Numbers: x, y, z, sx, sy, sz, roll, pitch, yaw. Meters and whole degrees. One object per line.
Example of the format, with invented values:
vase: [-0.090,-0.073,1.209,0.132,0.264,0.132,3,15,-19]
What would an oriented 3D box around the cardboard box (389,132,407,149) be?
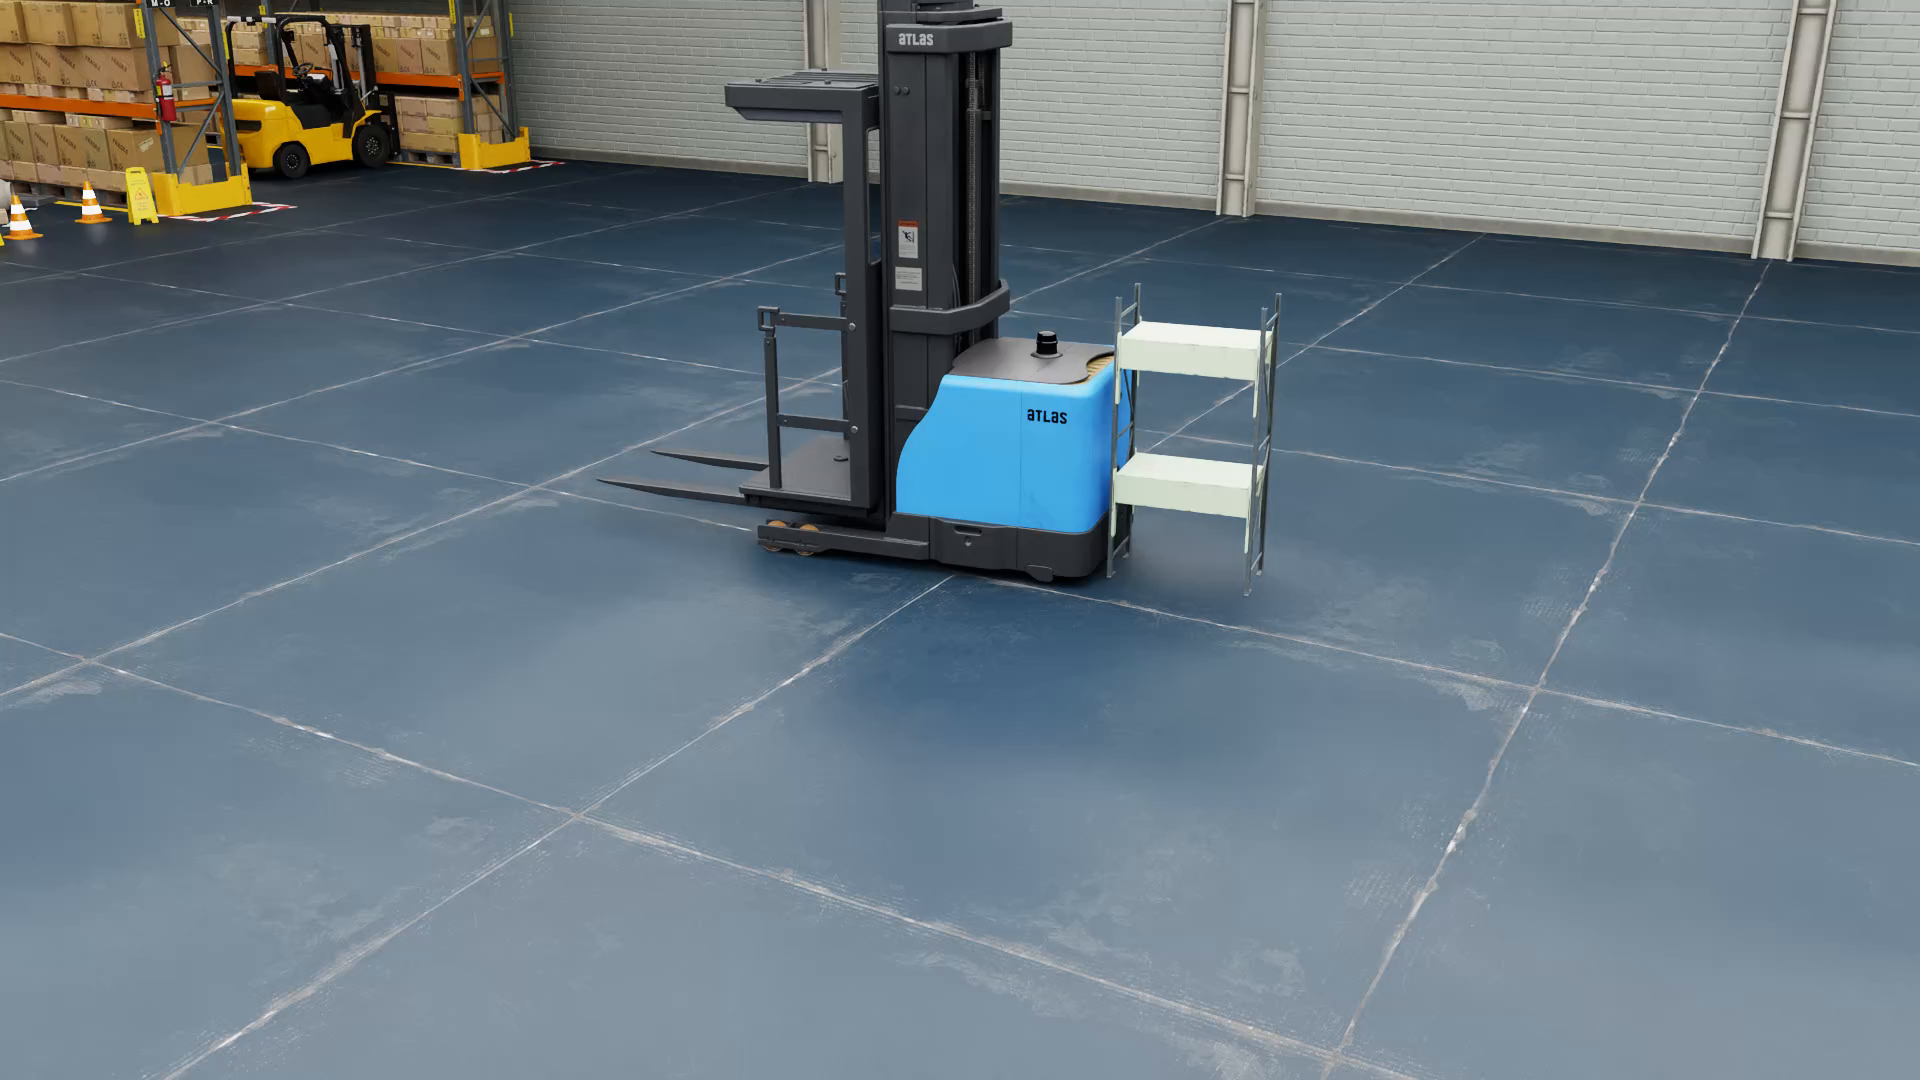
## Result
cardboard box: [-8.360,-6.075,25.130,0.500,0.250,0.500,11,23,28]

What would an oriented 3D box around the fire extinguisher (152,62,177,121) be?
fire extinguisher: [-9.476,-5.344,19.811,0.183,0.674,0.296,11,23,27]

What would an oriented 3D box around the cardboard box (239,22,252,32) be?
cardboard box: [-11.066,-8.060,26.088,0.250,0.149,0.380,10,22,27]

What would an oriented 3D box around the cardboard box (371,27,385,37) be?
cardboard box: [-8.505,-7.547,24.673,0.250,0.149,0.380,11,23,28]

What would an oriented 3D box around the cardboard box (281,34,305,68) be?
cardboard box: [-10.165,-7.575,25.703,0.500,0.500,0.500,10,22,26]

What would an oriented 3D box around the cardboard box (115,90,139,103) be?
cardboard box: [-10.057,-5.426,20.292,0.250,0.149,0.380,10,22,27]

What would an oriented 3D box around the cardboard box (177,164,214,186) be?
cardboard box: [-9.920,-4.658,21.222,0.500,0.250,0.500,11,22,27]

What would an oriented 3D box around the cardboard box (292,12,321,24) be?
cardboard box: [-10.011,-8.019,25.538,0.250,0.149,0.380,11,23,28]

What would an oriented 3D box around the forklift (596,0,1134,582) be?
forklift: [-0.587,-1.452,9.069,3.031,2.935,1.130,7,21,19]

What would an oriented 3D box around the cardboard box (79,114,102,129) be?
cardboard box: [-10.749,-5.238,20.771,0.250,0.149,0.380,11,23,28]

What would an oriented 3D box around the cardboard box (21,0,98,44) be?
cardboard box: [-11.205,-6.478,20.775,0.500,0.500,0.700,11,22,27]

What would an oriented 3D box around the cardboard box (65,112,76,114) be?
cardboard box: [-15.282,-7.546,28.819,0.500,0.500,0.500,12,23,30]

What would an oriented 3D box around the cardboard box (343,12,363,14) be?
cardboard box: [-9.314,-8.091,25.738,0.250,0.149,0.380,10,22,26]

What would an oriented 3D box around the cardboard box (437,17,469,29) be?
cardboard box: [-7.349,-7.503,24.117,0.250,0.149,0.380,11,23,27]

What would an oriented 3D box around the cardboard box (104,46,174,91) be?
cardboard box: [-9.959,-5.731,20.183,0.500,0.500,0.500,10,22,26]

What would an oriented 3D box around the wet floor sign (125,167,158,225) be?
wet floor sign: [-9.707,-4.079,19.665,0.267,0.644,0.232,-16,26,-38]

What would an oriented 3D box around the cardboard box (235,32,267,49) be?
cardboard box: [-10.979,-7.850,26.093,0.500,0.250,0.500,10,22,26]

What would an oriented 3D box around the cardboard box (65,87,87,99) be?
cardboard box: [-10.932,-5.608,20.796,0.250,0.149,0.380,11,22,27]

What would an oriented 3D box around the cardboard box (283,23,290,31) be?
cardboard box: [-10.275,-7.900,25.648,0.250,0.149,0.380,10,22,26]

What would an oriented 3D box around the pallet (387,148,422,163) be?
pallet: [-8.682,-6.022,25.656,1.213,0.211,1.003,11,23,27]

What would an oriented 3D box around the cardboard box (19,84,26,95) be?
cardboard box: [-11.785,-5.787,21.289,0.250,0.149,0.380,11,23,27]

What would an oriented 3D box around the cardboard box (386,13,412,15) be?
cardboard box: [-8.459,-7.891,25.187,0.250,0.149,0.380,11,23,28]

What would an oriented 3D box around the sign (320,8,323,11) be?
sign: [-10.156,-8.289,26.433,0.005,0.325,0.100,11,23,27]

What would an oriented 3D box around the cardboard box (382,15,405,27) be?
cardboard box: [-8.284,-7.644,24.505,0.250,0.149,0.380,11,23,29]

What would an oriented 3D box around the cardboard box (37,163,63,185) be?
cardboard box: [-11.524,-4.755,21.491,0.500,0.250,0.500,10,22,27]

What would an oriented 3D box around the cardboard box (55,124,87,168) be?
cardboard box: [-11.072,-5.021,21.125,0.500,0.500,0.500,10,22,26]

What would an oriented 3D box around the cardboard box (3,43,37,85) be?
cardboard box: [-11.713,-6.068,21.112,0.500,0.500,0.500,11,22,27]

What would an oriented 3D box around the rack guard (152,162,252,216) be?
rack guard: [-9.417,-4.374,20.689,0.348,0.500,1.175,11,23,27]

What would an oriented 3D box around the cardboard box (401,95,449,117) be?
cardboard box: [-7.936,-6.456,24.715,0.500,0.250,0.500,11,23,28]

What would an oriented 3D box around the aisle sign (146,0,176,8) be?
aisle sign: [-9.438,-6.662,19.519,0.004,0.787,0.394,11,23,27]

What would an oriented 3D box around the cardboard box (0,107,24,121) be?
cardboard box: [-12.380,-5.547,21.622,0.250,0.149,0.380,11,23,28]

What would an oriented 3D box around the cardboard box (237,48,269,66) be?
cardboard box: [-10.993,-7.615,26.180,0.500,0.250,0.500,11,23,29]

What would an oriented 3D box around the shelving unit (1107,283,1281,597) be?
shelving unit: [1.201,-0.522,8.604,0.755,1.500,0.431,7,21,19]

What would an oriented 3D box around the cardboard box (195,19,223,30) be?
cardboard box: [-11.962,-8.226,26.546,0.250,0.149,0.380,11,23,28]

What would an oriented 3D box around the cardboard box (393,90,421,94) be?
cardboard box: [-8.574,-6.781,25.611,0.500,0.250,0.500,10,22,26]

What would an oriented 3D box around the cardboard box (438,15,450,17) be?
cardboard box: [-7.572,-7.719,24.712,0.250,0.149,0.380,11,23,28]

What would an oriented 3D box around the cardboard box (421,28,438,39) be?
cardboard box: [-7.610,-7.374,24.198,0.250,0.149,0.380,11,23,28]

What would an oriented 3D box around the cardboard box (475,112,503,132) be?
cardboard box: [-7.243,-6.294,25.002,0.500,0.250,0.500,11,23,28]

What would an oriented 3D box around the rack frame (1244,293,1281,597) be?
rack frame: [1.543,-0.478,8.482,0.023,1.500,0.400,7,21,19]

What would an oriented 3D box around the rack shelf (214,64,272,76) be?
rack shelf: [-12.172,-7.674,27.177,4.000,0.370,1.077,11,23,27]

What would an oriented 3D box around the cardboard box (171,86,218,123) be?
cardboard box: [-12.805,-7.212,27.714,0.625,0.625,0.875,12,23,29]

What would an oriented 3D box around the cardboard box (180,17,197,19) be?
cardboard box: [-12.617,-8.545,27.425,0.250,0.149,0.380,11,22,27]

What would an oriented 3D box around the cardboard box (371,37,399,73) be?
cardboard box: [-8.387,-7.239,24.777,0.500,0.500,0.500,10,22,26]

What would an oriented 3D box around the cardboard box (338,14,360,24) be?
cardboard box: [-9.129,-7.840,25.044,0.250,0.149,0.380,11,23,27]

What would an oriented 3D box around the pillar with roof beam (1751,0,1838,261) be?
pillar with roof beam: [6.513,-5.944,12.554,0.400,9.000,9.100,11,23,27]

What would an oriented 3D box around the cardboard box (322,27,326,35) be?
cardboard box: [-9.400,-7.716,25.138,0.250,0.149,0.380,11,22,27]
